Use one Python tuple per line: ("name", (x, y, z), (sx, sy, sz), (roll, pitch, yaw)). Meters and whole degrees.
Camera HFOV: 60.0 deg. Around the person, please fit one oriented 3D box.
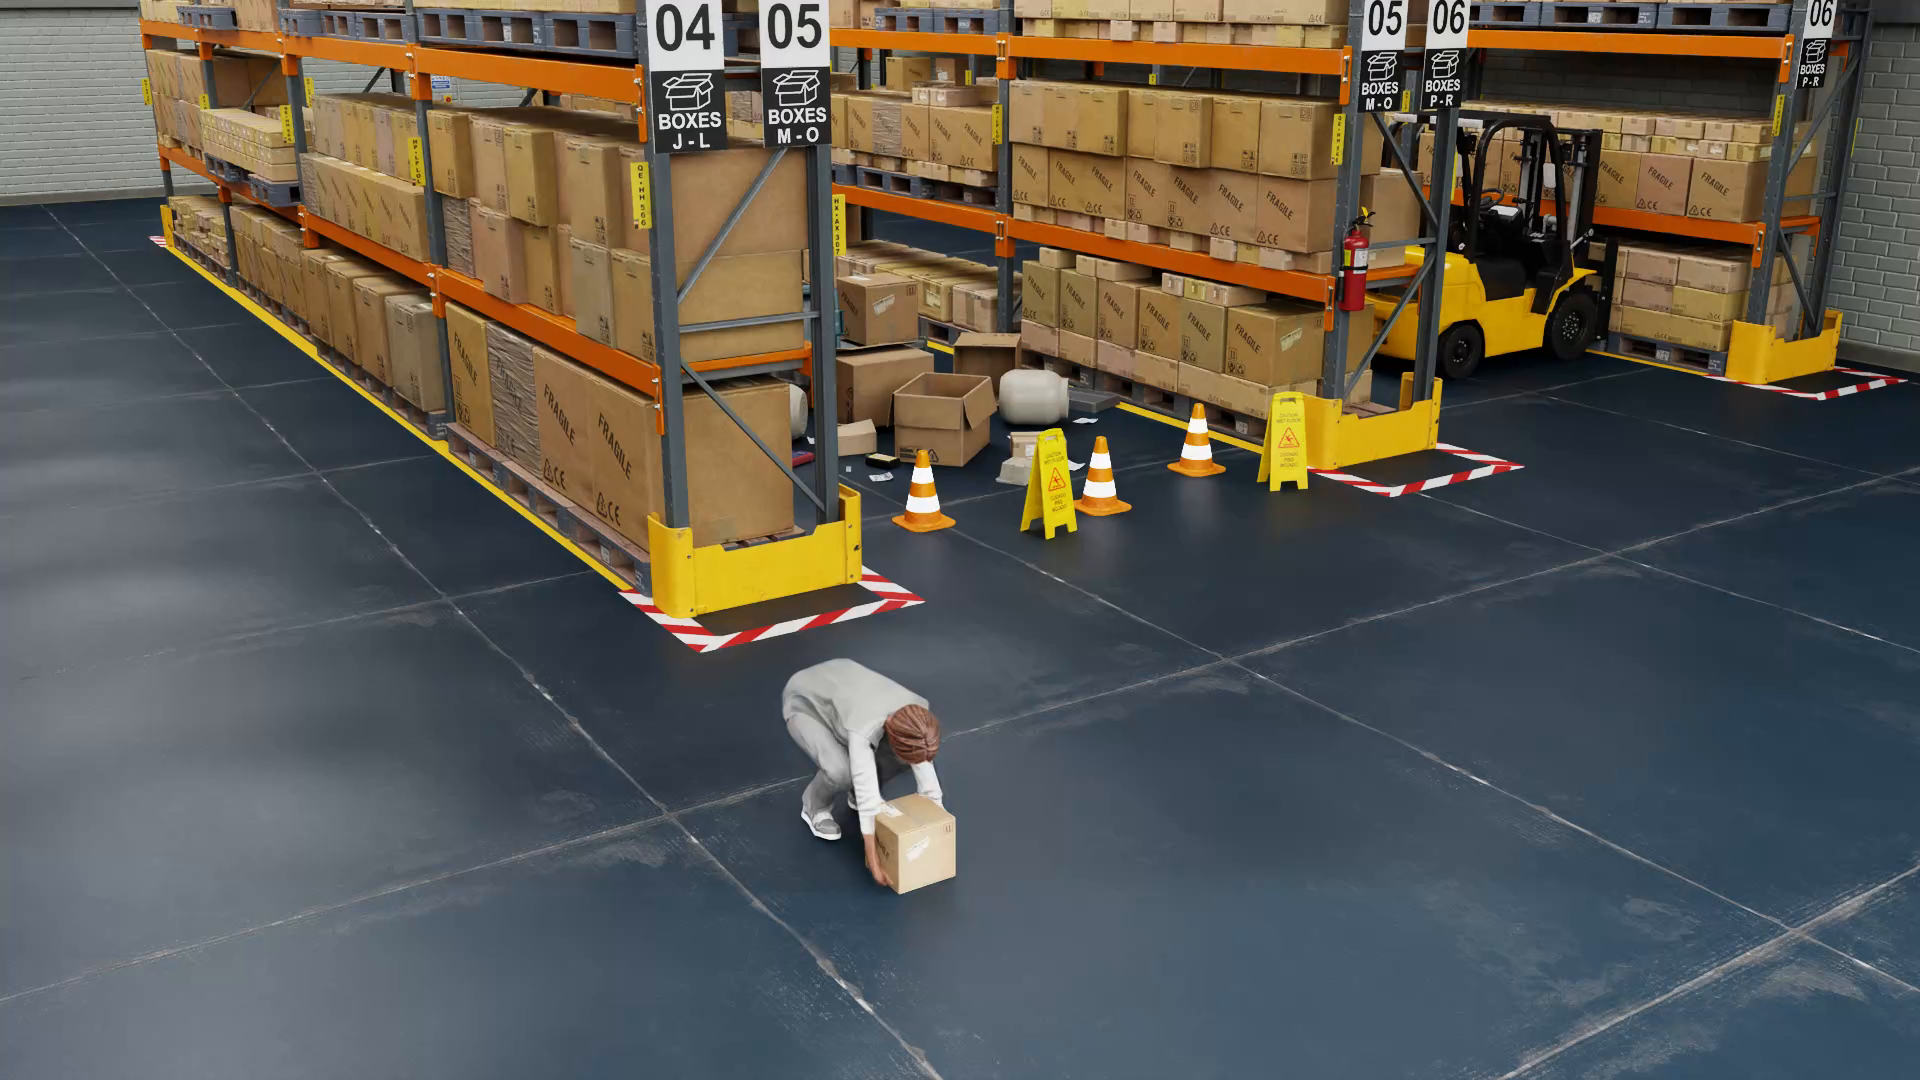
("person", (-0.369, 0.860, 6.467), (0.420, 0.715, 0.869), (-12, 22, -33))
